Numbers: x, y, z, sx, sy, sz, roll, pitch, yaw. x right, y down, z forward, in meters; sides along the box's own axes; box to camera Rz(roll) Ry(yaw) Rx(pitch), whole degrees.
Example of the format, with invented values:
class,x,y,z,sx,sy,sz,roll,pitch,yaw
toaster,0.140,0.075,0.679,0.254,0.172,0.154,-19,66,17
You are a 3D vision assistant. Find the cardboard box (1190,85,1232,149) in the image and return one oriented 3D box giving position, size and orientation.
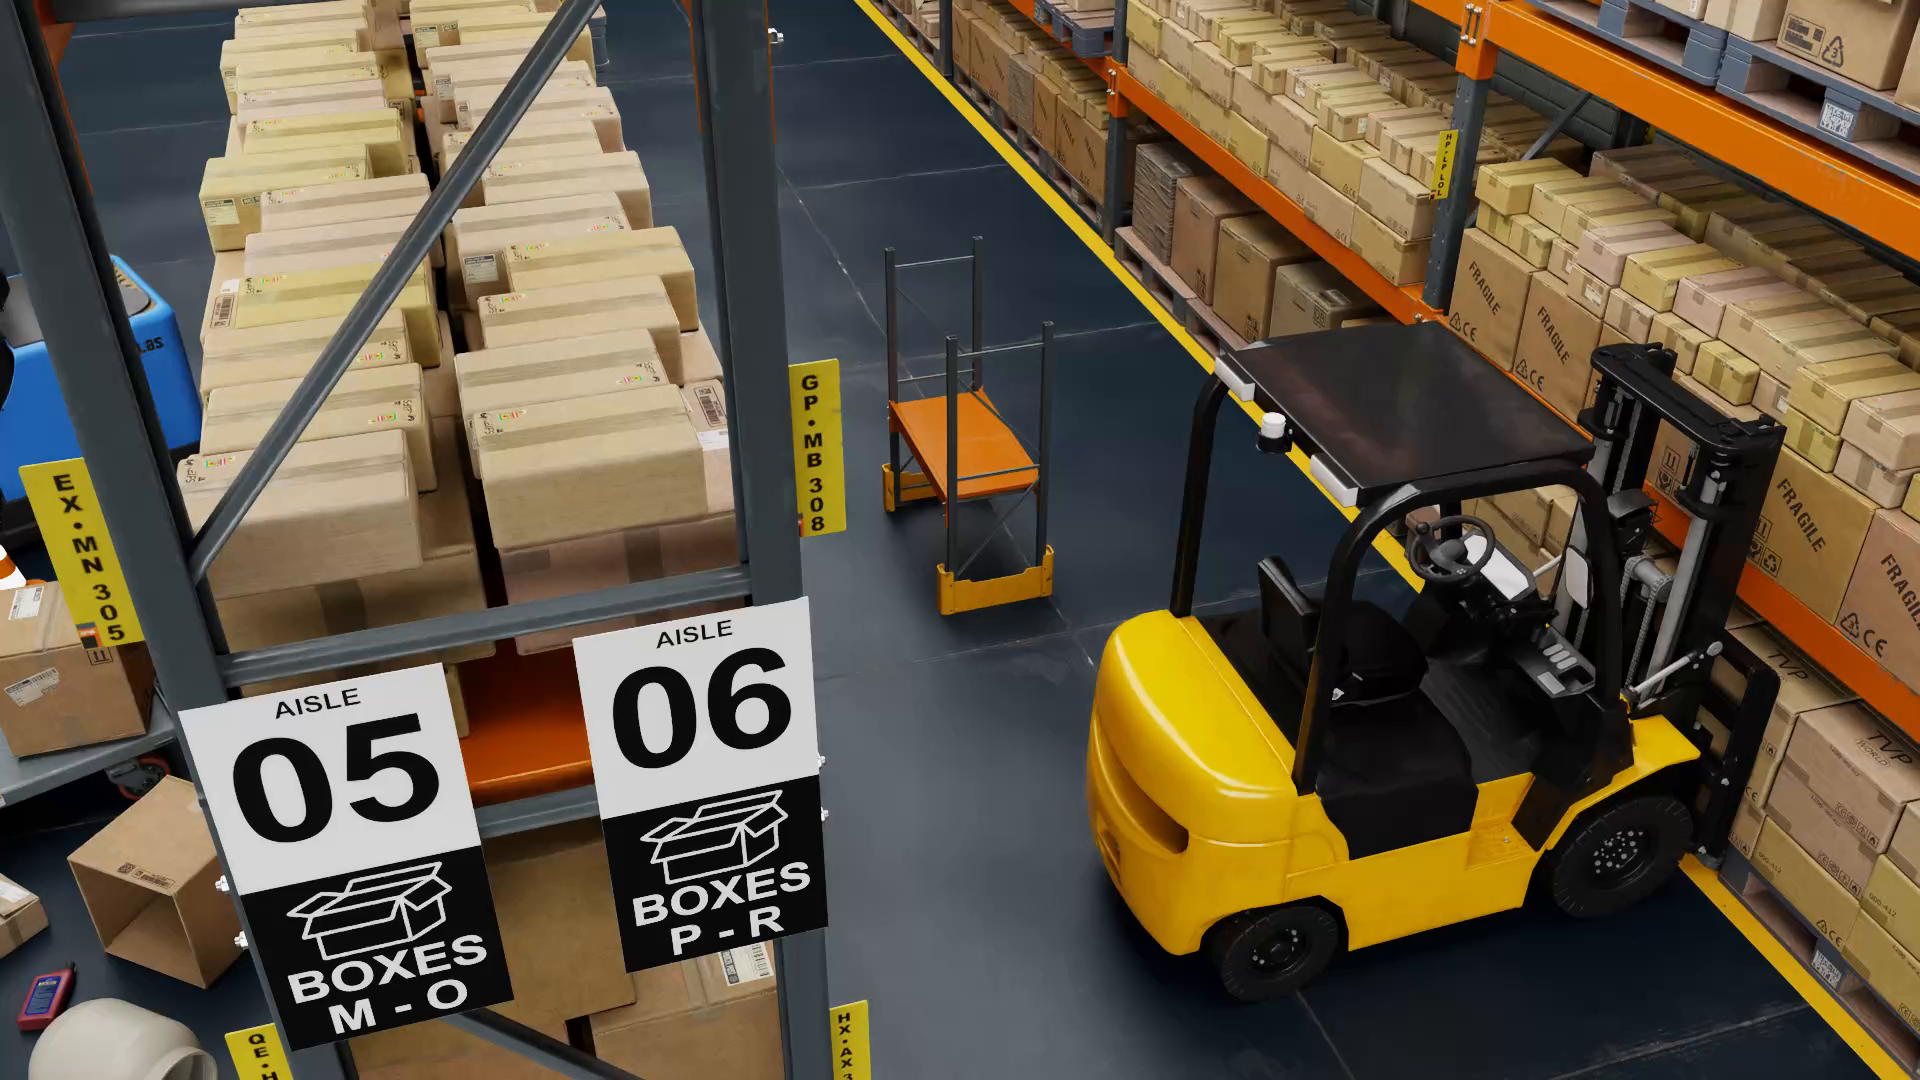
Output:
class,x,y,z,sx,sy,sz,roll,pitch,yaw
cardboard box,1.742,-2.604,10.106,0.500,0.250,0.500,-11,35,-16

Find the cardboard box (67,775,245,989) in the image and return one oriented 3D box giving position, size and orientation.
class,x,y,z,sx,sy,sz,roll,pitch,yaw
cardboard box,-2.948,1.295,6.334,0.500,0.500,0.500,13,36,18

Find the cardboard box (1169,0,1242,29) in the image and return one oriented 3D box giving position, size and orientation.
class,x,y,z,sx,sy,sz,roll,pitch,yaw
cardboard box,1.529,-3.300,10.344,0.380,0.149,0.250,-9,35,-13

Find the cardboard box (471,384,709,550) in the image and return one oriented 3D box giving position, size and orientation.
class,x,y,z,sx,sy,sz,roll,pitch,yaw
cardboard box,-0.673,-0.138,3.022,0.380,0.149,0.250,-10,35,-15

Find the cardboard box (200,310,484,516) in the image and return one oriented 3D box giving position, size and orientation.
class,x,y,z,sx,sy,sz,roll,pitch,yaw
cardboard box,-1.311,-0.241,3.539,0.500,0.250,0.500,-10,35,-15

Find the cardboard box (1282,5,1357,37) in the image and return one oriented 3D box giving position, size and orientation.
class,x,y,z,sx,sy,sz,roll,pitch,yaw
cardboard box,2.173,-3.118,10.069,0.380,0.149,0.250,-10,35,-15

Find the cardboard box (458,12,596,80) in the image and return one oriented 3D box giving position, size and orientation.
class,x,y,z,sx,sy,sz,roll,pitch,yaw
cardboard box,-1.324,-1.498,5.080,0.380,0.149,0.250,-9,35,-13

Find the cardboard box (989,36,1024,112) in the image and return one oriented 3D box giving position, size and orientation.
class,x,y,z,sx,sy,sz,roll,pitch,yaw
cardboard box,0.560,-3.875,13.780,0.500,0.500,0.500,-11,35,-16

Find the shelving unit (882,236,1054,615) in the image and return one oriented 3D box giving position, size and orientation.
class,x,y,z,sx,sy,sz,roll,pitch,yaw
shelving unit,0.023,-0.586,8.276,0.587,1.500,1.083,-10,35,-15

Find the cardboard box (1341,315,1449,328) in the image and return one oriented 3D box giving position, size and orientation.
class,x,y,z,sx,sy,sz,roll,pitch,yaw
cardboard box,2.577,-0.831,9.060,0.875,0.625,0.625,-8,34,-13

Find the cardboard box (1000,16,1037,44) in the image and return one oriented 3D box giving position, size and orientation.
class,x,y,z,sx,sy,sz,roll,pitch,yaw
cardboard box,0.547,-4.201,13.684,0.380,0.149,0.250,-10,35,-15

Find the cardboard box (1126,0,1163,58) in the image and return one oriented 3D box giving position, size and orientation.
class,x,y,z,sx,sy,sz,roll,pitch,yaw
cardboard box,1.406,-3.343,10.770,0.500,0.250,0.500,-10,35,-15

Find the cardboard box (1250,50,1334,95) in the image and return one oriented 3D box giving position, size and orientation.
class,x,y,z,sx,sy,sz,roll,pitch,yaw
cardboard box,1.859,-2.621,9.317,0.380,0.149,0.250,-11,35,-16

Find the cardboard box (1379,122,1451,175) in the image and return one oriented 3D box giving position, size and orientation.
class,x,y,z,sx,sy,sz,roll,pitch,yaw
cardboard box,2.335,-1.962,8.319,0.380,0.149,0.250,-11,35,-15

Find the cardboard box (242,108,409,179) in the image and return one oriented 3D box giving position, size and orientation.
class,x,y,z,sx,sy,sz,roll,pitch,yaw
cardboard box,-1.641,-0.995,4.318,0.380,0.149,0.250,-9,35,-14

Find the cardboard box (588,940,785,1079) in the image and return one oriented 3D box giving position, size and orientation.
class,x,y,z,sx,sy,sz,roll,pitch,yaw
cardboard box,-0.639,1.101,4.003,0.500,0.500,0.500,-11,35,-15

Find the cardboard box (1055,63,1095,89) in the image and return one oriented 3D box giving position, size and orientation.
class,x,y,z,sx,sy,sz,roll,pitch,yaw
cardboard box,0.947,-3.525,12.661,0.380,0.149,0.250,-9,35,-13

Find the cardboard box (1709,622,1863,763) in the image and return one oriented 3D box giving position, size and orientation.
class,x,y,z,sx,sy,sz,roll,pitch,yaw
cardboard box,3.205,0.560,6.387,0.500,0.250,0.500,-10,35,-14

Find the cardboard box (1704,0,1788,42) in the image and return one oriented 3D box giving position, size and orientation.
class,x,y,z,sx,sy,sz,roll,pitch,yaw
cardboard box,2.911,-1.957,5.920,0.396,0.266,0.258,-11,35,-16

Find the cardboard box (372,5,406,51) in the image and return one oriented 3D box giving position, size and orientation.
class,x,y,z,sx,sy,sz,roll,pitch,yaw
cardboard box,-2.105,-1.574,5.557,0.500,0.250,0.500,-11,35,-16

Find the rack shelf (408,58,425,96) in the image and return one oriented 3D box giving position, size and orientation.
class,x,y,z,sx,sy,sz,roll,pitch,yaw
rack shelf,-2.589,-2.539,7.804,1.077,0.370,4.000,-10,35,-15

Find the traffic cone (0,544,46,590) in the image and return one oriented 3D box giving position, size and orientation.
class,x,y,z,sx,sy,sz,roll,pitch,yaw
traffic cone,-4.731,0.121,8.148,0.336,0.463,0.334,-10,35,-15

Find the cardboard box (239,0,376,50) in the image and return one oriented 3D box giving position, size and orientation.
class,x,y,z,sx,sy,sz,roll,pitch,yaw
cardboard box,-2.087,-1.666,5.333,0.380,0.149,0.250,-9,35,-13

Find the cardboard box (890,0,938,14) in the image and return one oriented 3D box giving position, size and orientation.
class,x,y,z,sx,sy,sz,roll,pitch,yaw
cardboard box,-0.277,-5.470,16.194,0.700,0.500,0.500,-11,35,-17

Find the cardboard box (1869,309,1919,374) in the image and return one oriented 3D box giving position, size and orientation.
class,x,y,z,sx,sy,sz,roll,pitch,yaw
cardboard box,3.624,-0.740,6.201,0.380,0.149,0.250,-10,35,-14

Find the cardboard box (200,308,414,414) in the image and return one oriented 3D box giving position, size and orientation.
class,x,y,z,sx,sy,sz,roll,pitch,yaw
cardboard box,-1.280,-0.318,3.294,0.380,0.149,0.250,-10,35,-15

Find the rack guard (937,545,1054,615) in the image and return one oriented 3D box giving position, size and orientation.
class,x,y,z,sx,sy,sz,roll,pitch,yaw
rack guard,0.175,0.197,8.225,0.587,0.250,0.087,-10,35,-15

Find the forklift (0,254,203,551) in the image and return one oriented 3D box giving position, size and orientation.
class,x,y,z,sx,sy,sz,roll,pitch,yaw
forklift,-5.536,-1.209,7.921,3.031,2.935,1.130,-25,41,-33

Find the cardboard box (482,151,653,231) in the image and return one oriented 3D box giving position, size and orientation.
class,x,y,z,sx,sy,sz,roll,pitch,yaw
cardboard box,-0.957,-0.819,4.052,0.380,0.149,0.250,-9,35,-13

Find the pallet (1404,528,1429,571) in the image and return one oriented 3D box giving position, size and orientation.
class,x,y,z,sx,sy,sz,roll,pitch,yaw
pallet,2.950,0.213,8.236,1.003,0.211,1.213,-10,35,-15

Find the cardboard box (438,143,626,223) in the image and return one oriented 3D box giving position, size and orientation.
class,x,y,z,sx,sy,sz,roll,pitch,yaw
cardboard box,-1.121,-0.865,4.484,0.500,0.250,0.500,-9,35,-14

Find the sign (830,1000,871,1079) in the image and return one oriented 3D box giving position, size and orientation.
class,x,y,z,sx,sy,sz,roll,pitch,yaw
sign,-0.242,1.109,3.565,0.100,0.325,0.005,-10,35,-15

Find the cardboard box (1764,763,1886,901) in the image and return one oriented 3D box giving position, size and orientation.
class,x,y,z,sx,sy,sz,roll,pitch,yaw
cardboard box,3.378,1.021,6.144,0.500,0.250,0.500,-10,35,-15

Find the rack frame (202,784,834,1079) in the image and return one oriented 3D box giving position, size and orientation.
class,x,y,z,sx,sy,sz,roll,pitch,yaw
rack frame,-0.759,1.562,3.665,1.000,3.000,0.127,-10,35,-15

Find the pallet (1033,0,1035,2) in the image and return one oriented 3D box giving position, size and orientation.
class,x,y,z,sx,sy,sz,roll,pitch,yaw
pallet,0.929,-4.415,12.885,1.003,0.211,1.213,-10,35,-15

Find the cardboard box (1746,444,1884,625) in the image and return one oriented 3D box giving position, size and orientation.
class,x,y,z,sx,sy,sz,roll,pitch,yaw
cardboard box,3.261,-0.074,6.050,0.500,0.500,0.500,-11,35,-16

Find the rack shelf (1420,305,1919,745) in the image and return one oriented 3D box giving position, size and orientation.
class,x,y,z,sx,sy,sz,roll,pitch,yaw
rack shelf,3.357,-0.025,6.719,1.077,0.370,4.000,-10,35,-15

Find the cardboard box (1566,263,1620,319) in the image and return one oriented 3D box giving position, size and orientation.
class,x,y,z,sx,sy,sz,roll,pitch,yaw
cardboard box,2.785,-1.066,6.963,0.380,0.149,0.250,-9,35,-14

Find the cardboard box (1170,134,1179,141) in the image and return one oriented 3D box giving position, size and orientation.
class,x,y,z,sx,sy,sz,roll,pitch,yaw
cardboard box,1.665,-2.876,12.267,0.500,0.500,0.500,-9,34,-13

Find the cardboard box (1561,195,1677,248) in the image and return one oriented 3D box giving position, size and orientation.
class,x,y,z,sx,sy,sz,roll,pitch,yaw
cardboard box,2.814,-1.340,7.107,0.380,0.149,0.250,-11,35,-16

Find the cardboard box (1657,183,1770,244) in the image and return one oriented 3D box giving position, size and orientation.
class,x,y,z,sx,sy,sz,roll,pitch,yaw
cardboard box,3.263,-1.419,7.228,0.380,0.149,0.250,-10,35,-15

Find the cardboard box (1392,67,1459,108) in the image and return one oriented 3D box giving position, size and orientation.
class,x,y,z,sx,sy,sz,roll,pitch,yaw
cardboard box,2.588,-2.454,9.064,0.380,0.149,0.250,-10,35,-15

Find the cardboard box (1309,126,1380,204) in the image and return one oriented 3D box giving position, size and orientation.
class,x,y,z,sx,sy,sz,roll,pitch,yaw
cardboard box,2.190,-2.004,8.745,0.500,0.250,0.500,-11,35,-16

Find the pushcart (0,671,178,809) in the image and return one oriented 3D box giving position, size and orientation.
class,x,y,z,sx,sy,sz,roll,pitch,yaw
pushcart,-4.135,0.966,6.946,1.648,0.377,0.936,-23,40,-31

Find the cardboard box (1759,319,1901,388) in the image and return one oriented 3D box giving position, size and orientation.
class,x,y,z,sx,sy,sz,roll,pitch,yaw
cardboard box,3.184,-0.668,6.091,0.380,0.149,0.250,-10,35,-14

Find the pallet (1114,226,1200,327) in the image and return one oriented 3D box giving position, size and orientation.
class,x,y,z,sx,sy,sz,roll,pitch,yaw
pallet,1.741,-1.873,11.393,1.003,0.211,1.213,-10,35,-15

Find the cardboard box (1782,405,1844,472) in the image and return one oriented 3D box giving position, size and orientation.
class,x,y,z,sx,sy,sz,roll,pitch,yaw
cardboard box,3.180,-0.391,5.942,0.380,0.149,0.250,-10,35,-14

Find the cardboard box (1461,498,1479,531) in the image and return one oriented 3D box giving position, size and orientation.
class,x,y,z,sx,sy,sz,roll,pitch,yaw
cardboard box,2.601,-0.306,8.151,0.500,0.250,0.500,-10,35,-15
